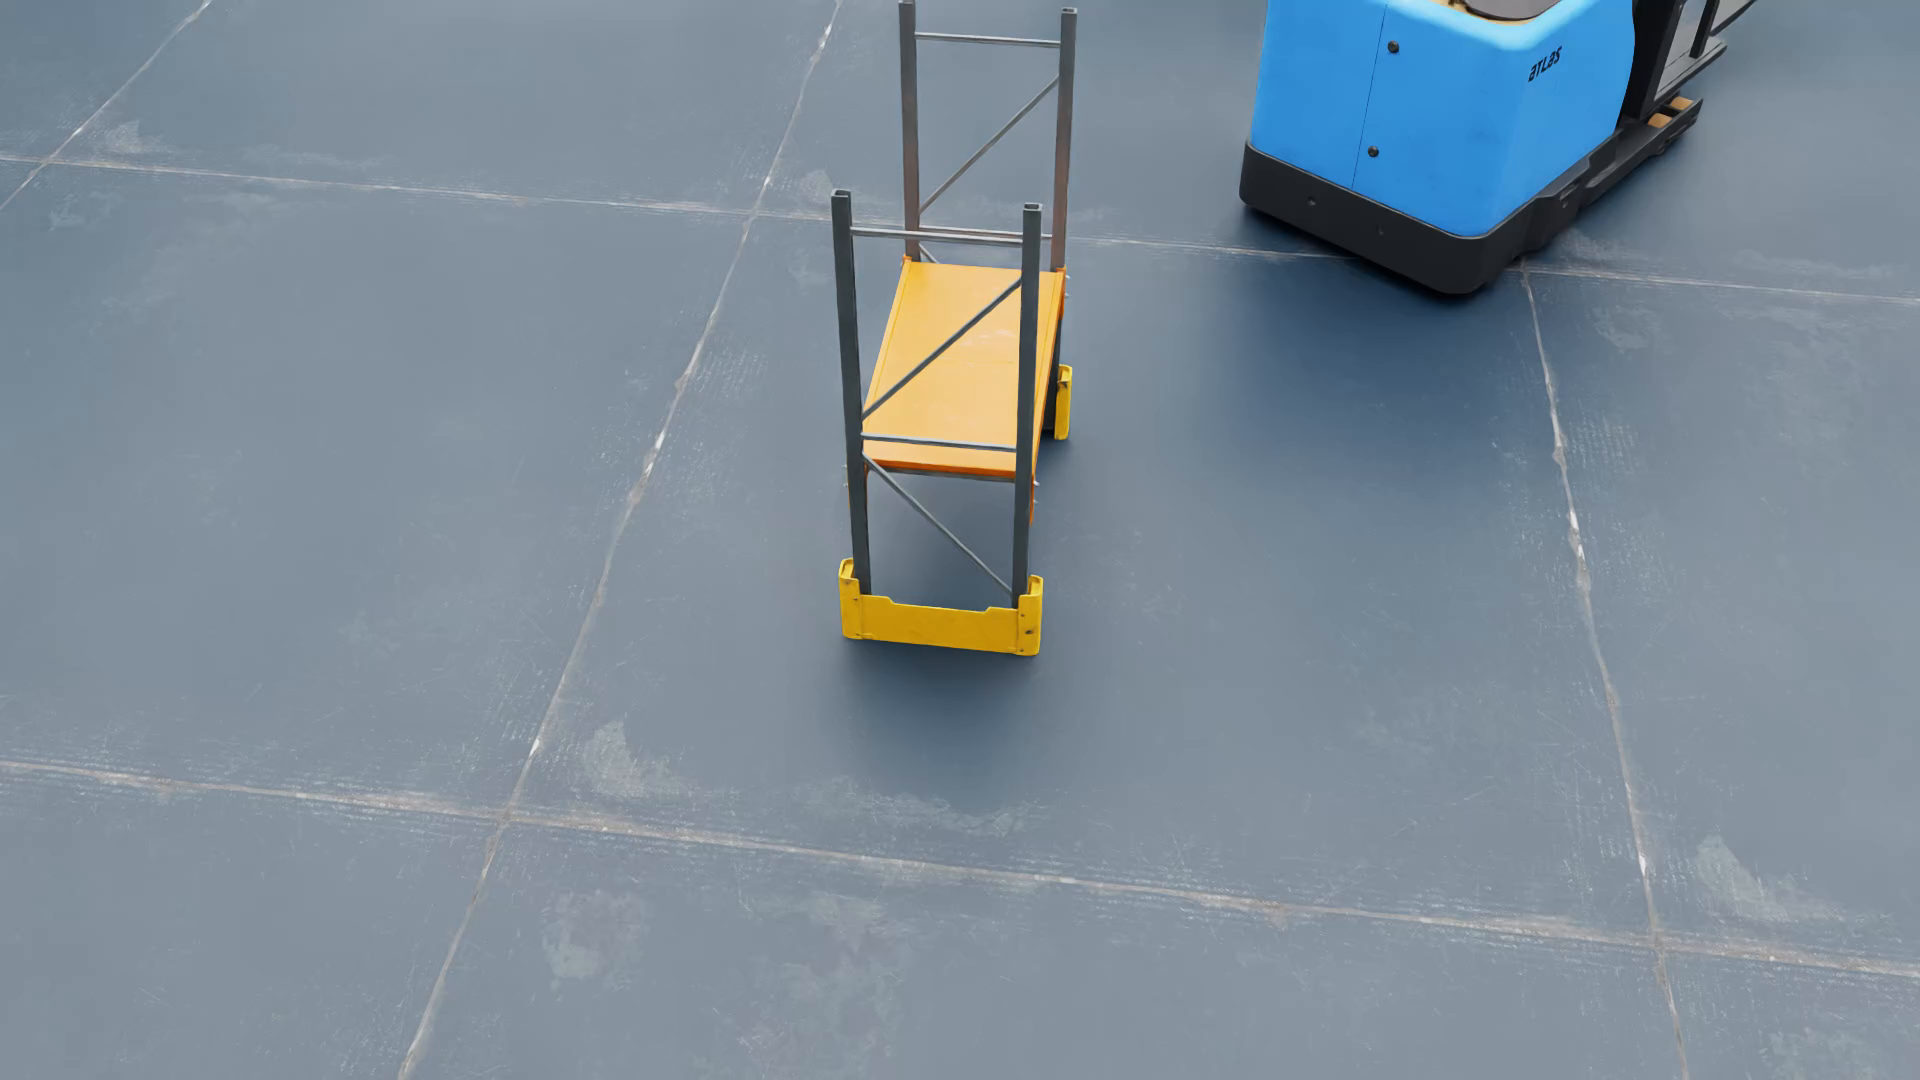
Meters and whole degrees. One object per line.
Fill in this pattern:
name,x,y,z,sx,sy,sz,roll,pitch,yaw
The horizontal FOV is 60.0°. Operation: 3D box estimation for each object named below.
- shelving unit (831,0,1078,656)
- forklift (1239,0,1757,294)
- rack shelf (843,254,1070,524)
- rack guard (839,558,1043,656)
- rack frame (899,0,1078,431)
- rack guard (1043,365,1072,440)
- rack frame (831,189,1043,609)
shelving unit,0.010,-0.597,4.789,0.587,1.500,1.083,5,44,6
forklift,2.478,-2.889,6.169,1.130,2.935,3.031,33,52,30
rack shelf,0.011,-0.472,4.919,0.538,0.185,1.000,5,44,6
rack guard,-0.056,0.197,4.860,0.587,0.250,0.087,5,44,6
rack frame,0.078,-0.949,5.162,0.500,1.500,0.032,5,44,6
rack guard,0.076,-0.482,5.577,0.587,0.250,0.087,5,44,6
rack frame,-0.056,-0.256,4.430,0.500,1.500,0.032,5,44,6
